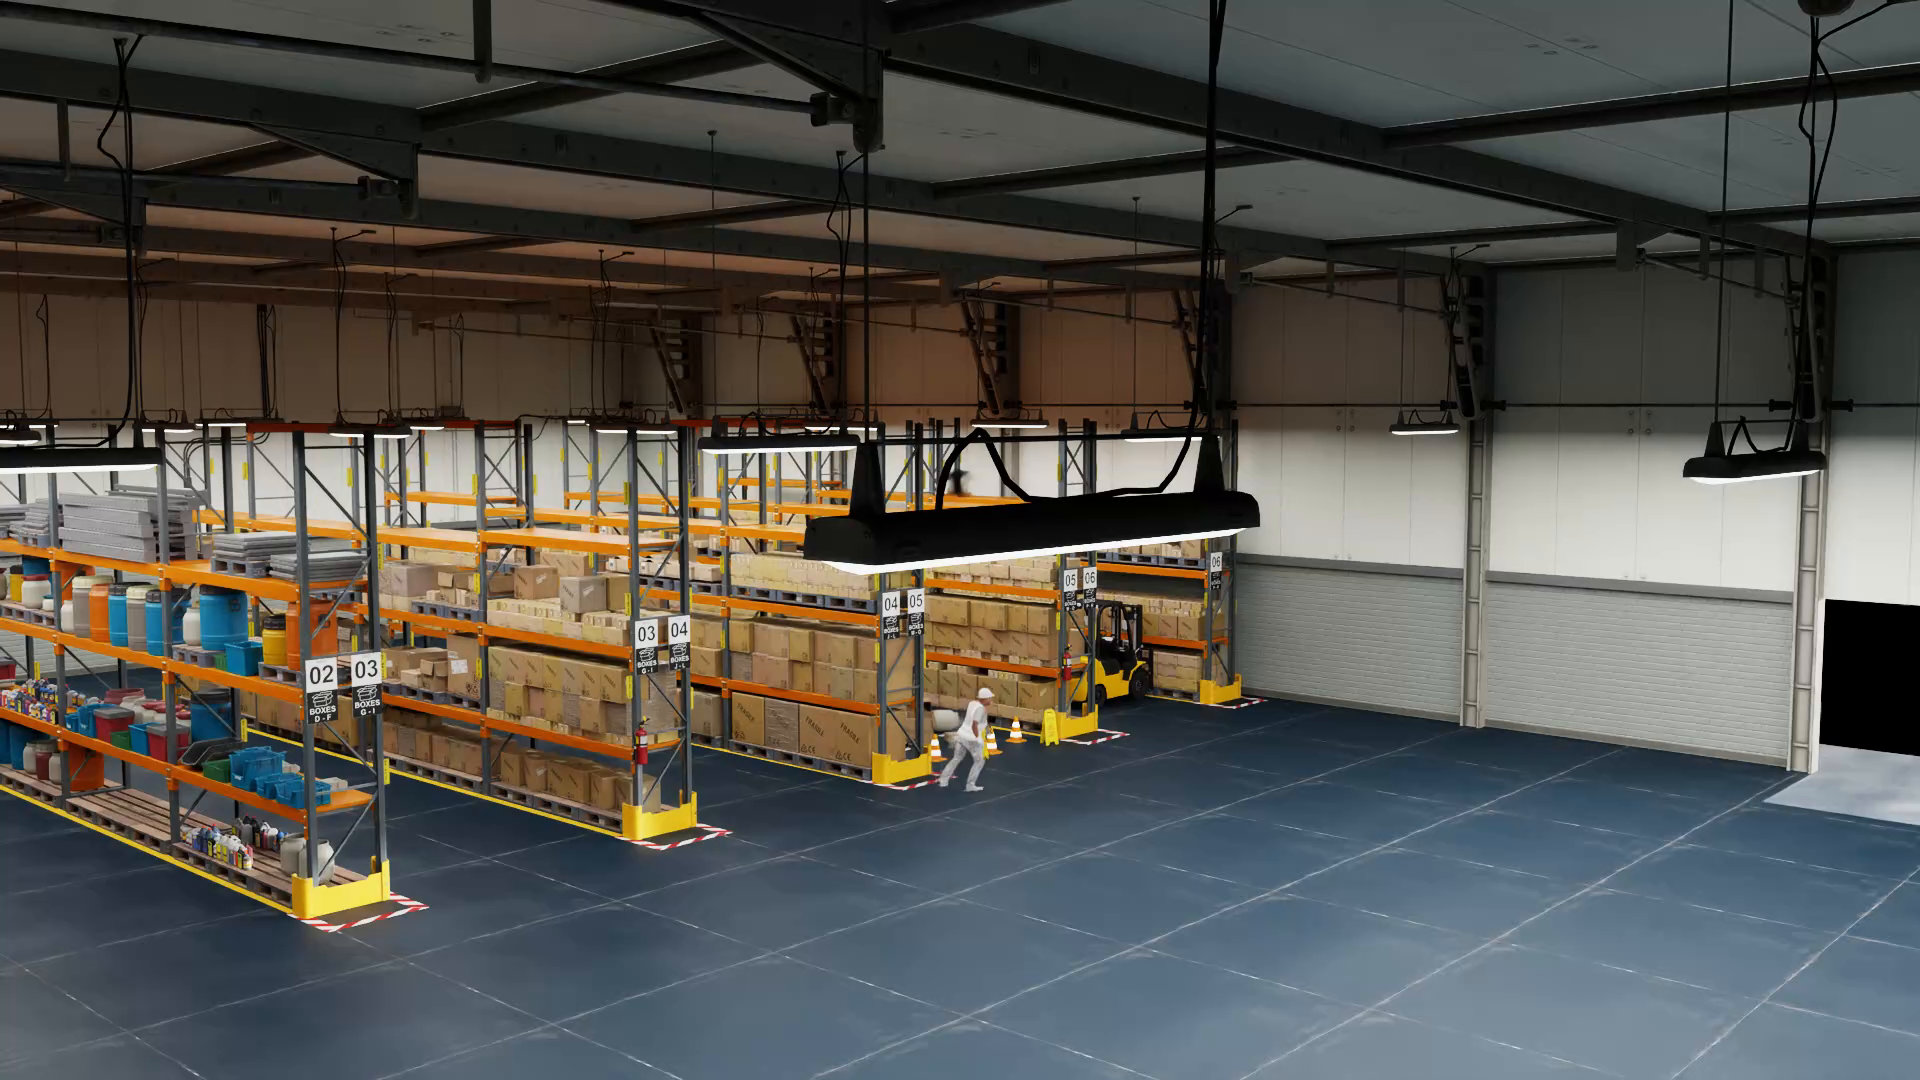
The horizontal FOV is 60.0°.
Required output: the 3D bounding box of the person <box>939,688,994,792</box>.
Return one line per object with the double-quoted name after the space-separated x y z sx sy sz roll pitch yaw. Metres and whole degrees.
0.142 3.268 27.214 0.916 1.697 0.711 -2 5 -26 "person"
